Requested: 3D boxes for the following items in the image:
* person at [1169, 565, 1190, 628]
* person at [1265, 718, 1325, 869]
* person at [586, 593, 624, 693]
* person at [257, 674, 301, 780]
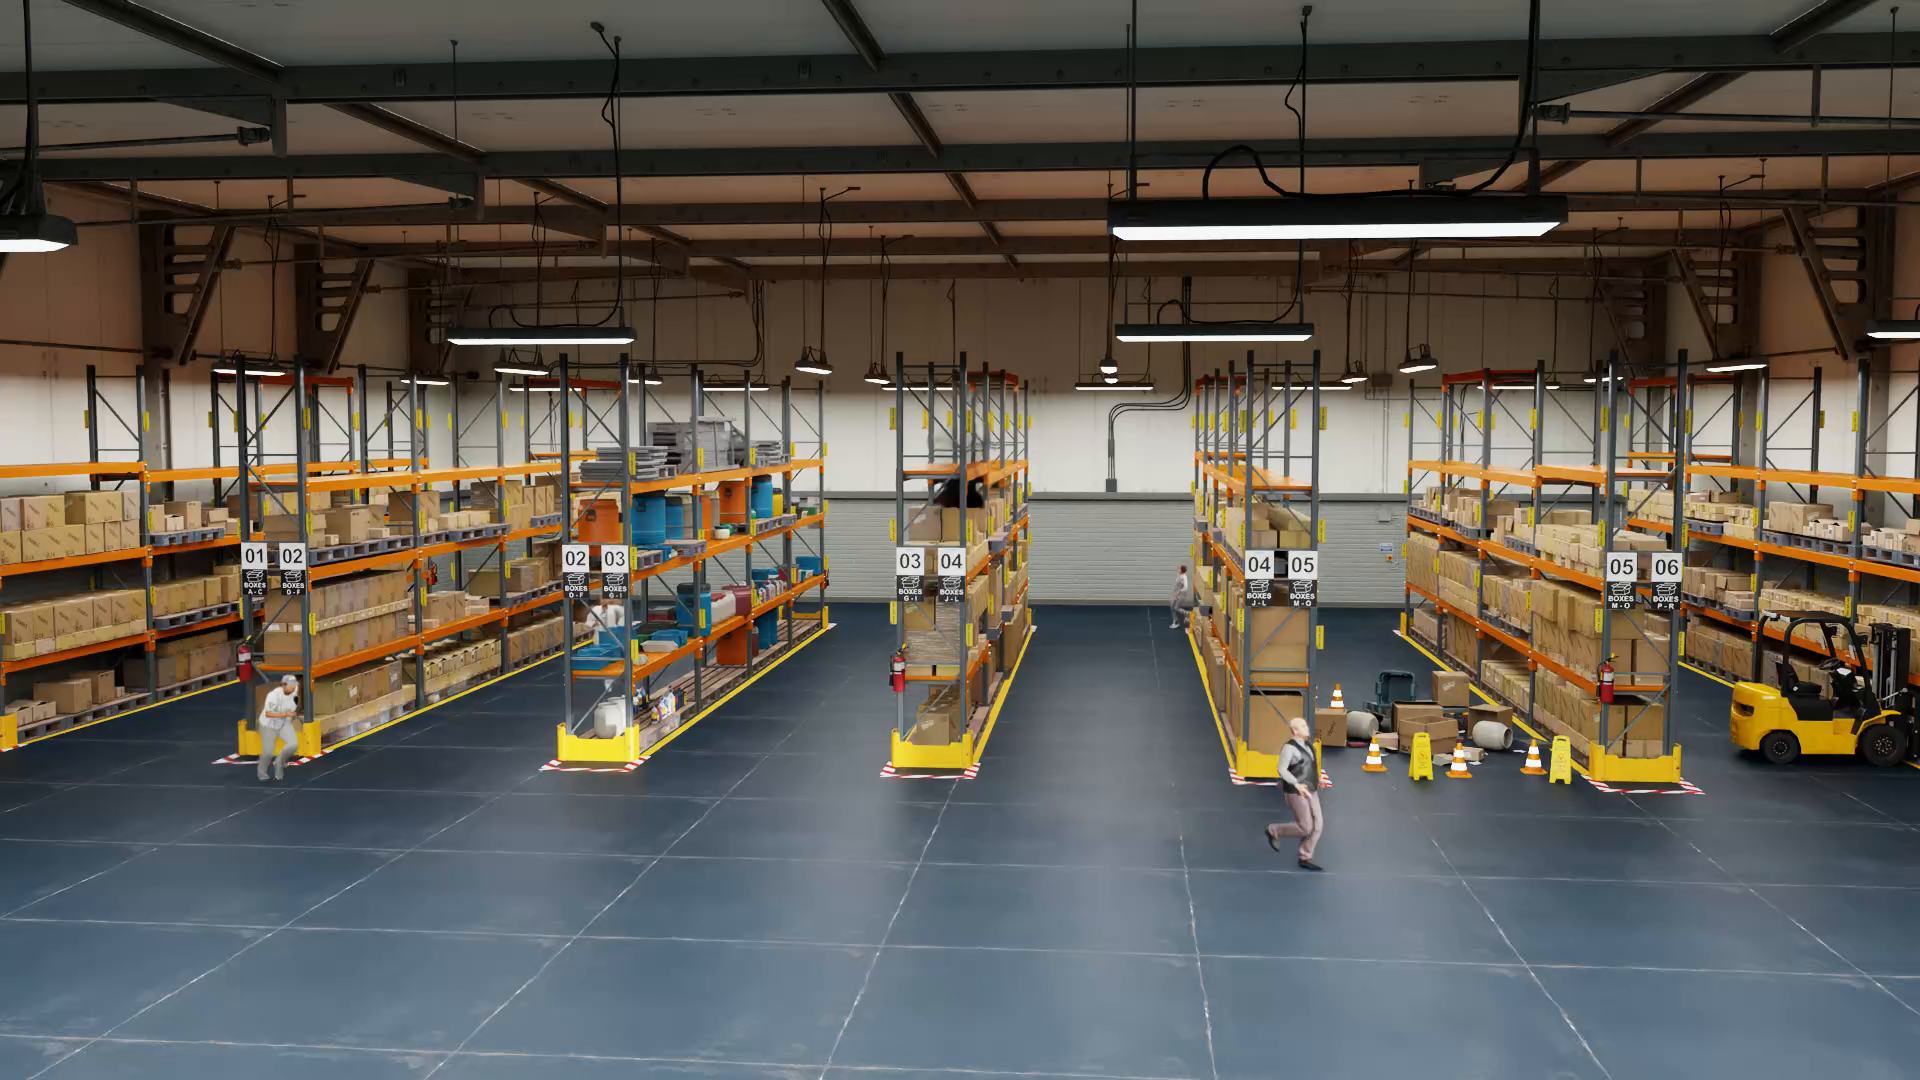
[{"bbox_3d":[5.404,1.379,40.398,0.582,1.548,0.590,-1,4,-17],"label":"person"},{"bbox_3d":[3.793,2.838,18.742,0.660,1.686,0.670,3,5,38],"label":"person"},{"bbox_3d":[-6.647,1.891,31.178,0.697,1.831,0.966,0,4,-2],"label":"person"},{"bbox_3d":[-9.448,2.595,23.142,0.911,1.516,0.638,3,5,33],"label":"person"}]
